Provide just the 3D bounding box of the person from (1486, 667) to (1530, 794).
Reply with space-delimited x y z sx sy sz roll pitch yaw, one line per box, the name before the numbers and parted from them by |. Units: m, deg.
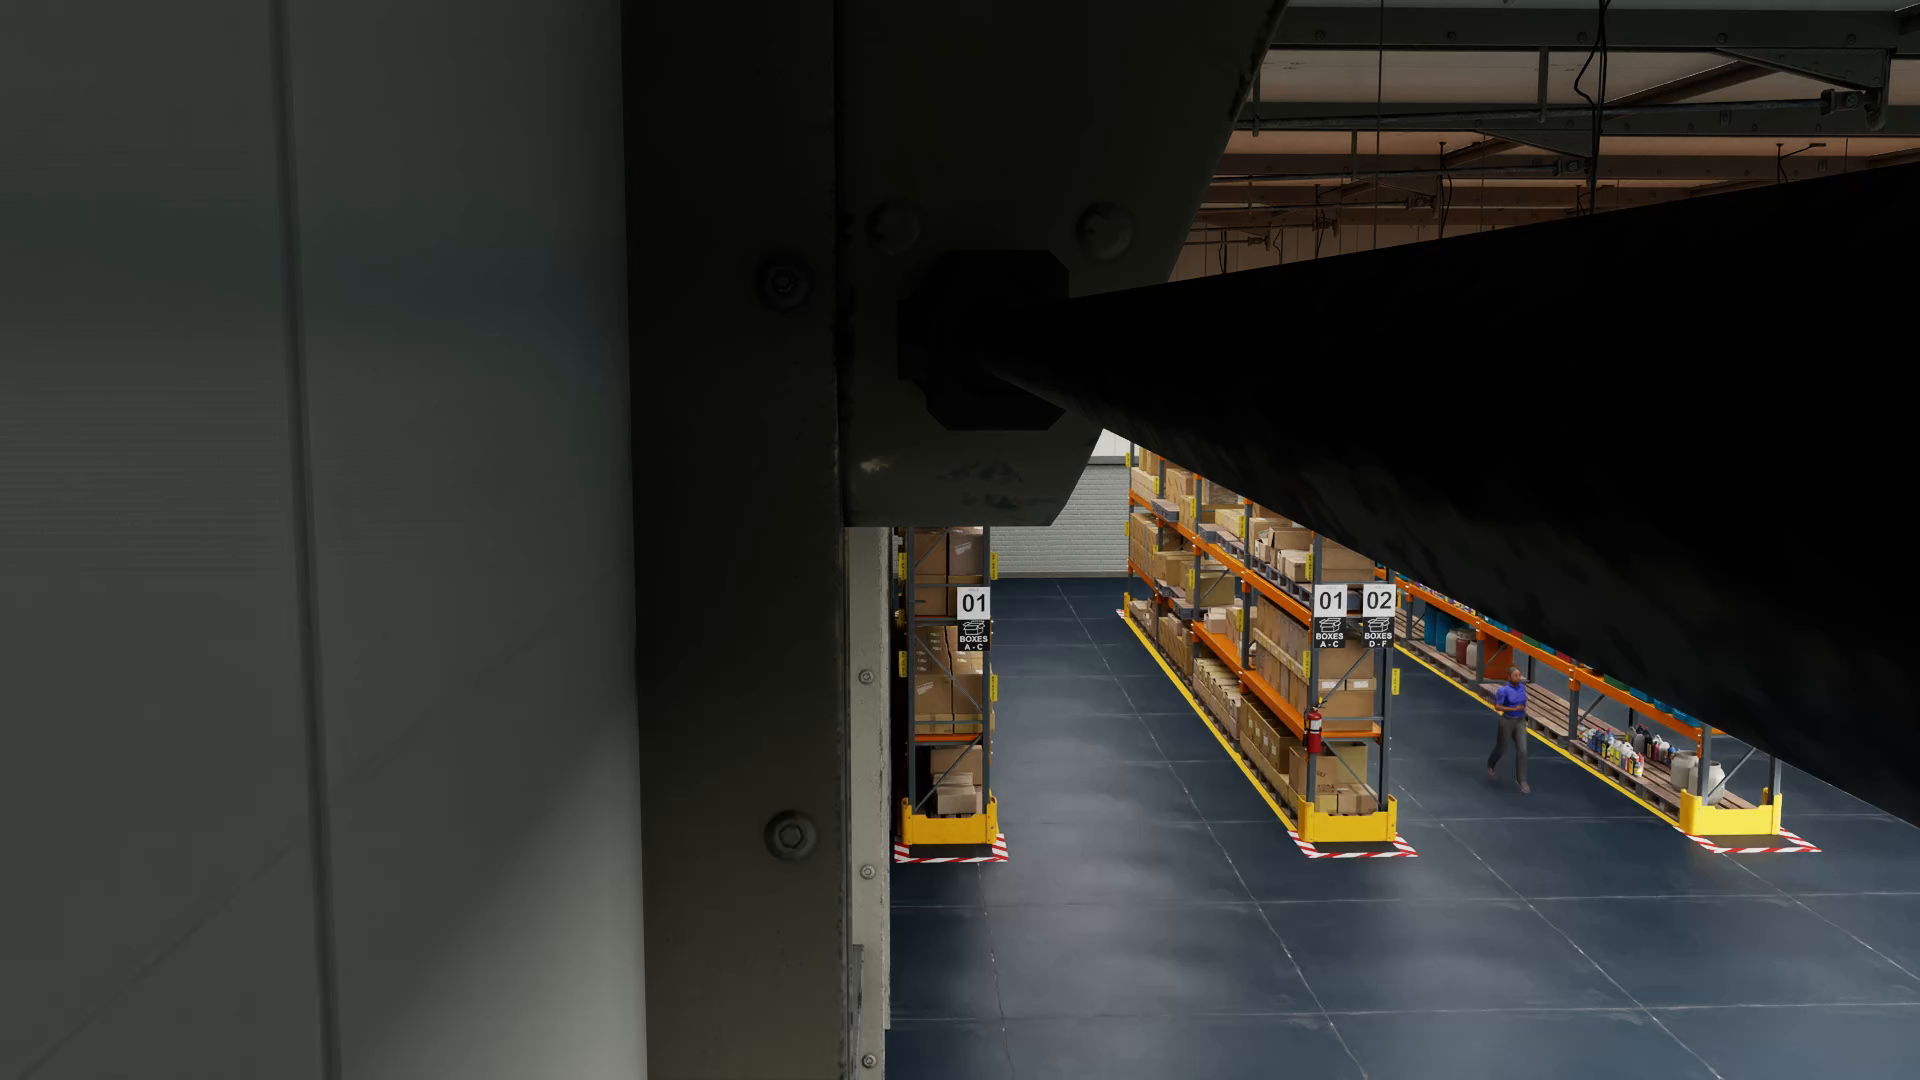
person | 7.576 2.566 22.917 0.595 1.685 0.870 -2 8 -14
